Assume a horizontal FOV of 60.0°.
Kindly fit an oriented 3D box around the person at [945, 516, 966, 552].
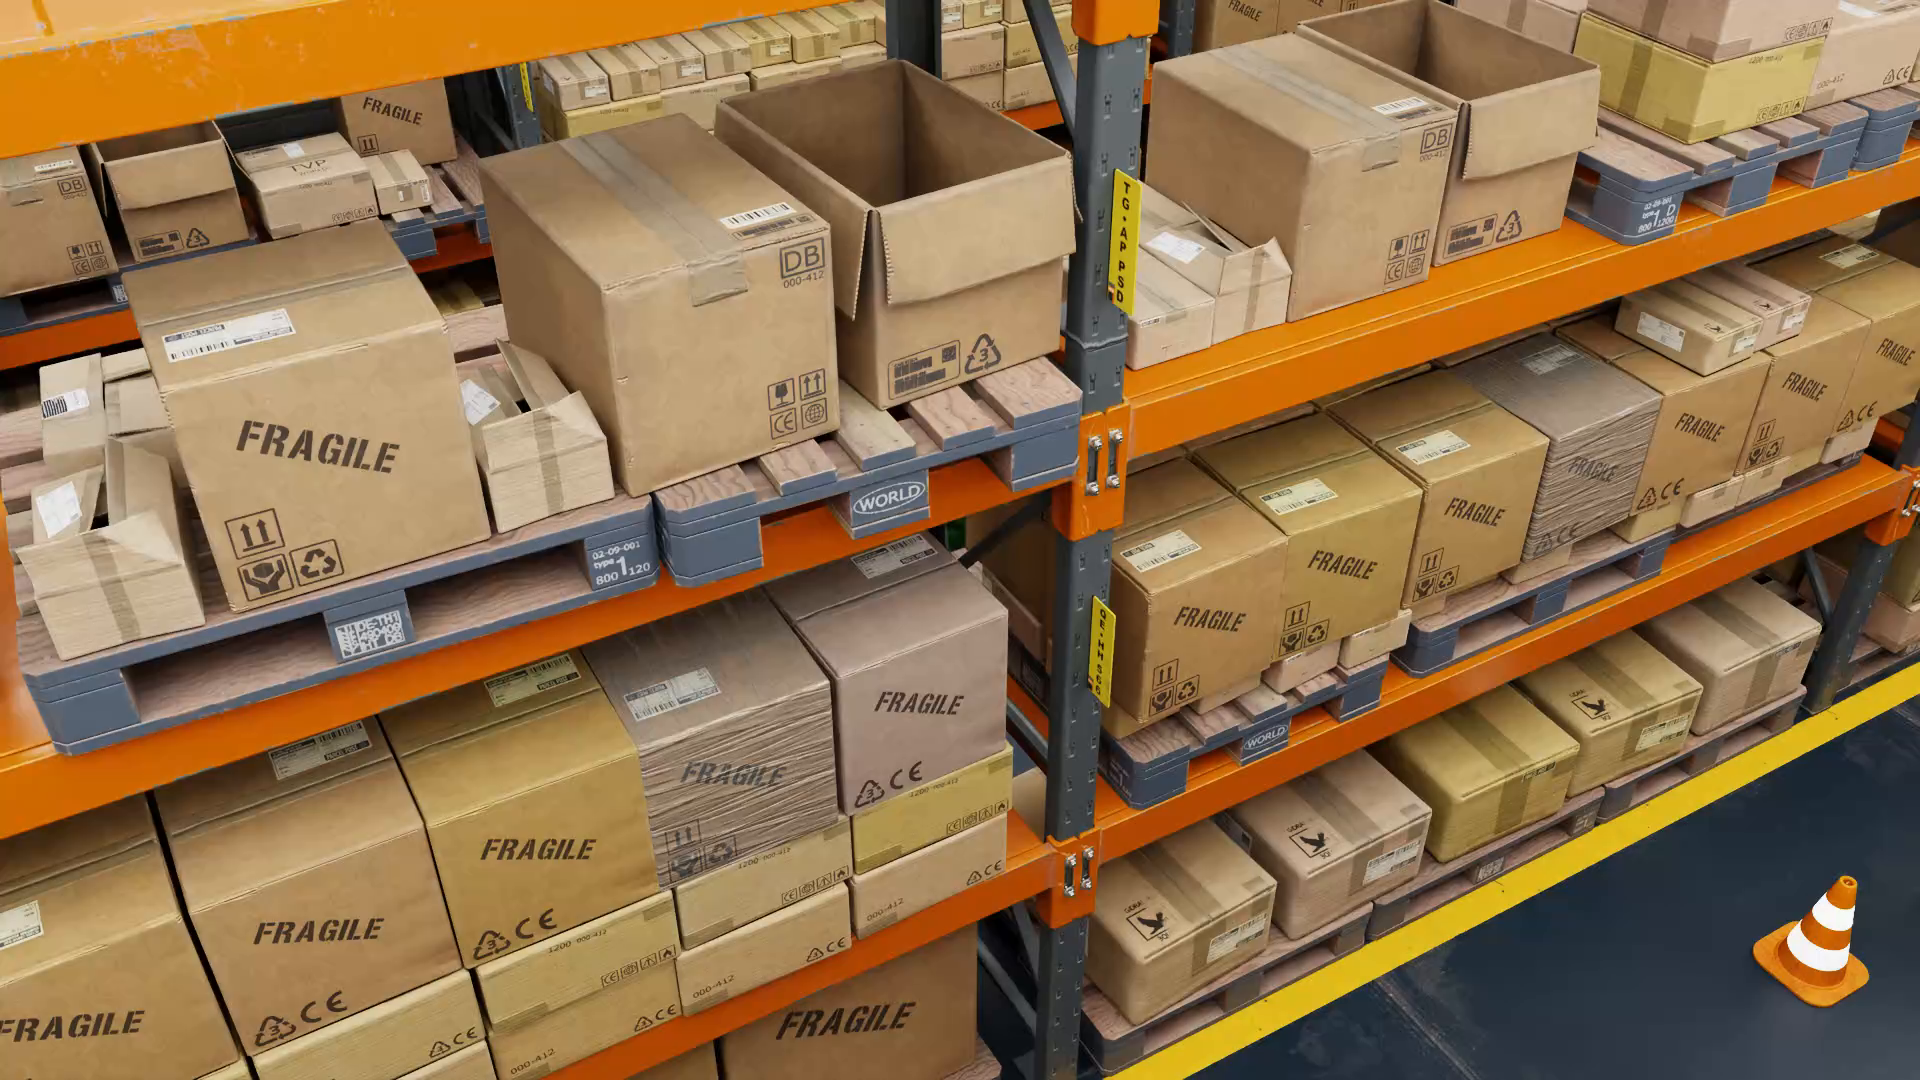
[{"bbox_3d":[0.083,-0.425,7.447,0.513,1.789,0.576,15,39,19],"label":"person"}]
